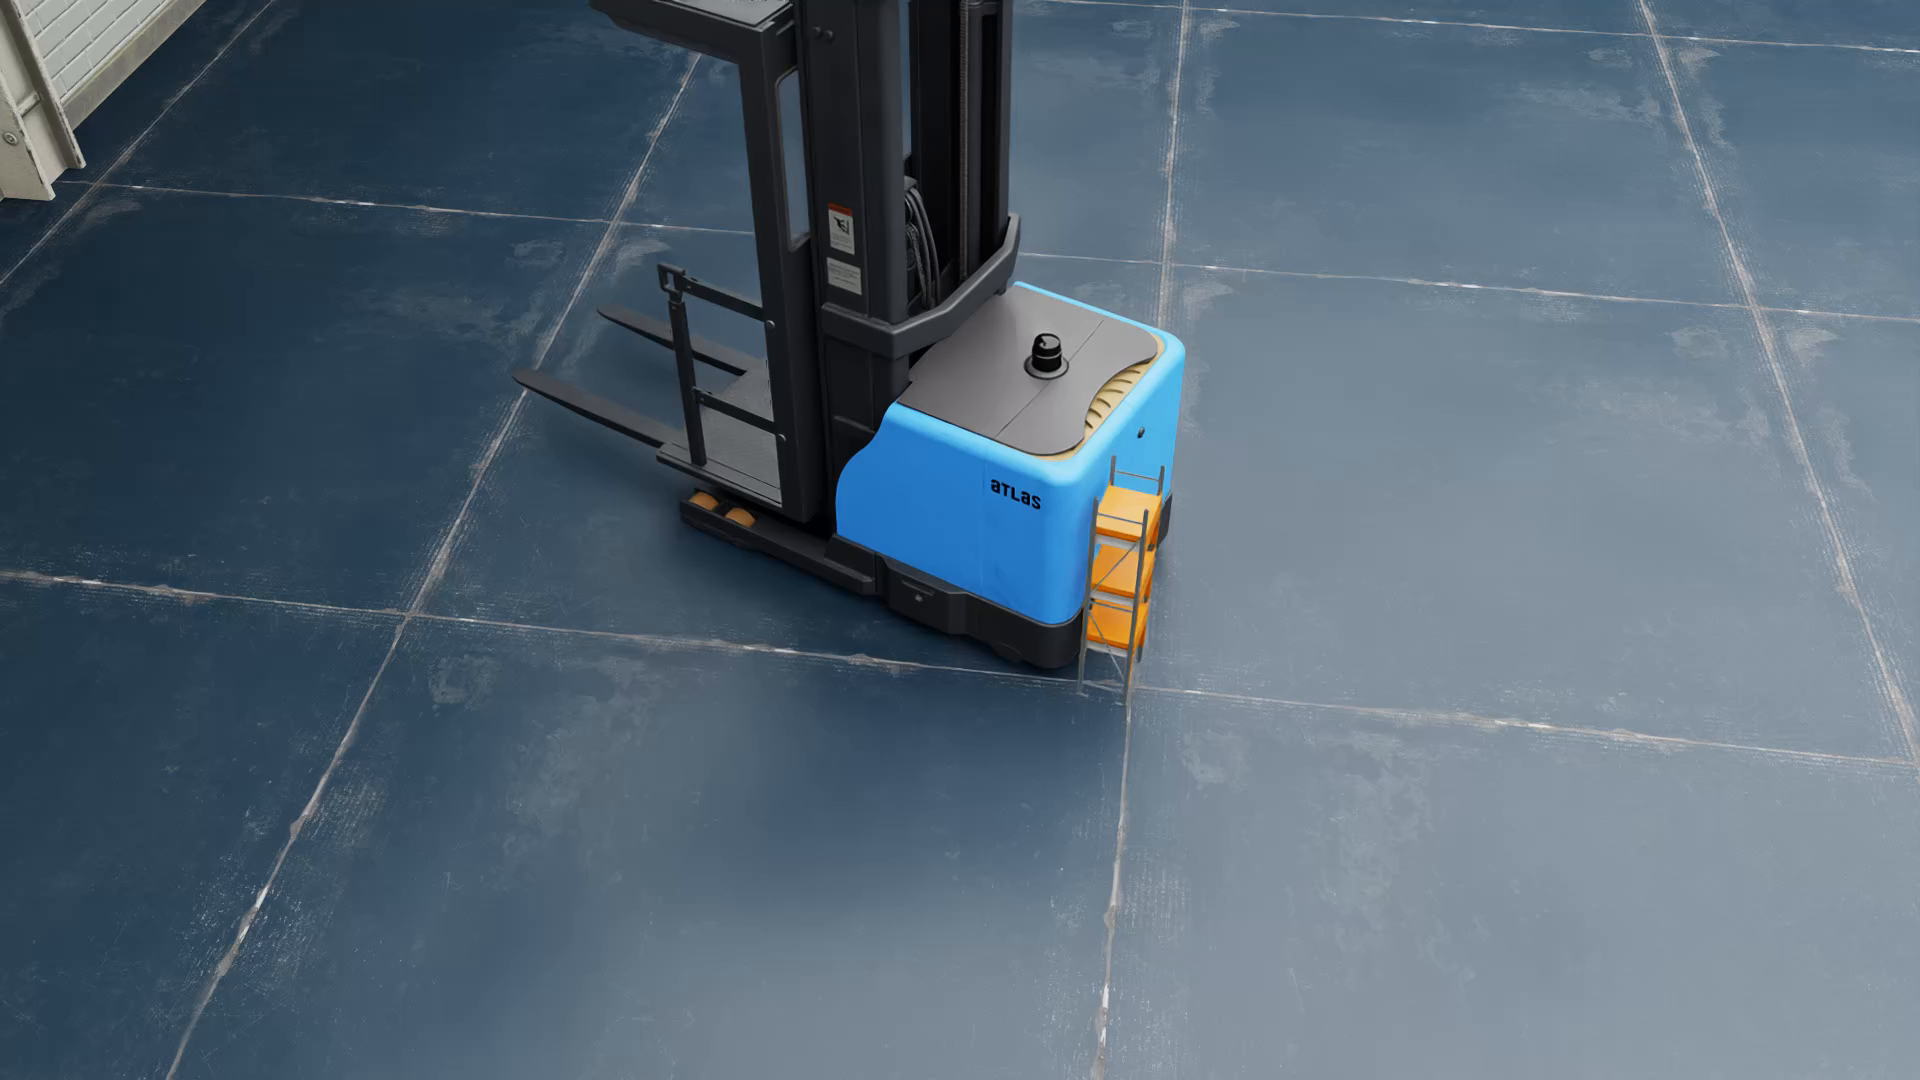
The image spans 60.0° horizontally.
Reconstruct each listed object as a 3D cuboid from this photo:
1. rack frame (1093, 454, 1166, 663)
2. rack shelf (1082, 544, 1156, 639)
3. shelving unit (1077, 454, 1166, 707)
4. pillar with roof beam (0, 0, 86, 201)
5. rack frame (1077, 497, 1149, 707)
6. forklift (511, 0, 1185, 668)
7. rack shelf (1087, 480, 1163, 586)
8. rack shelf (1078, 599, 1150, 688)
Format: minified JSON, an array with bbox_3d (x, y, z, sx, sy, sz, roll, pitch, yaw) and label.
[{"bbox_3d":[0.643,0.093,6.387,0.200,1.050,0.008,13,45,13],"label":"rack frame"},{"bbox_3d":[0.603,0.180,6.310,0.215,0.259,0.240,13,45,13],"label":"rack shelf"},{"bbox_3d":[0.604,0.173,6.303,0.215,1.050,0.252,13,45,13],"label":"shelving unit"},{"bbox_3d":[-0.914,-4.912,5.892,9.100,9.000,0.400,5,44,6],"label":"pillar with roof beam"},{"bbox_3d":[0.564,0.252,6.219,0.200,1.050,0.008,13,45,13],"label":"rack frame"},{"bbox_3d":[-0.625,-1.324,6.516,3.031,2.935,1.130,23,48,22],"label":"forklift"},{"bbox_3d":[0.606,-0.025,6.114,0.215,0.259,0.240,13,45,13],"label":"rack shelf"},{"bbox_3d":[0.601,0.382,6.502,0.215,0.259,0.240,13,45,13],"label":"rack shelf"}]
